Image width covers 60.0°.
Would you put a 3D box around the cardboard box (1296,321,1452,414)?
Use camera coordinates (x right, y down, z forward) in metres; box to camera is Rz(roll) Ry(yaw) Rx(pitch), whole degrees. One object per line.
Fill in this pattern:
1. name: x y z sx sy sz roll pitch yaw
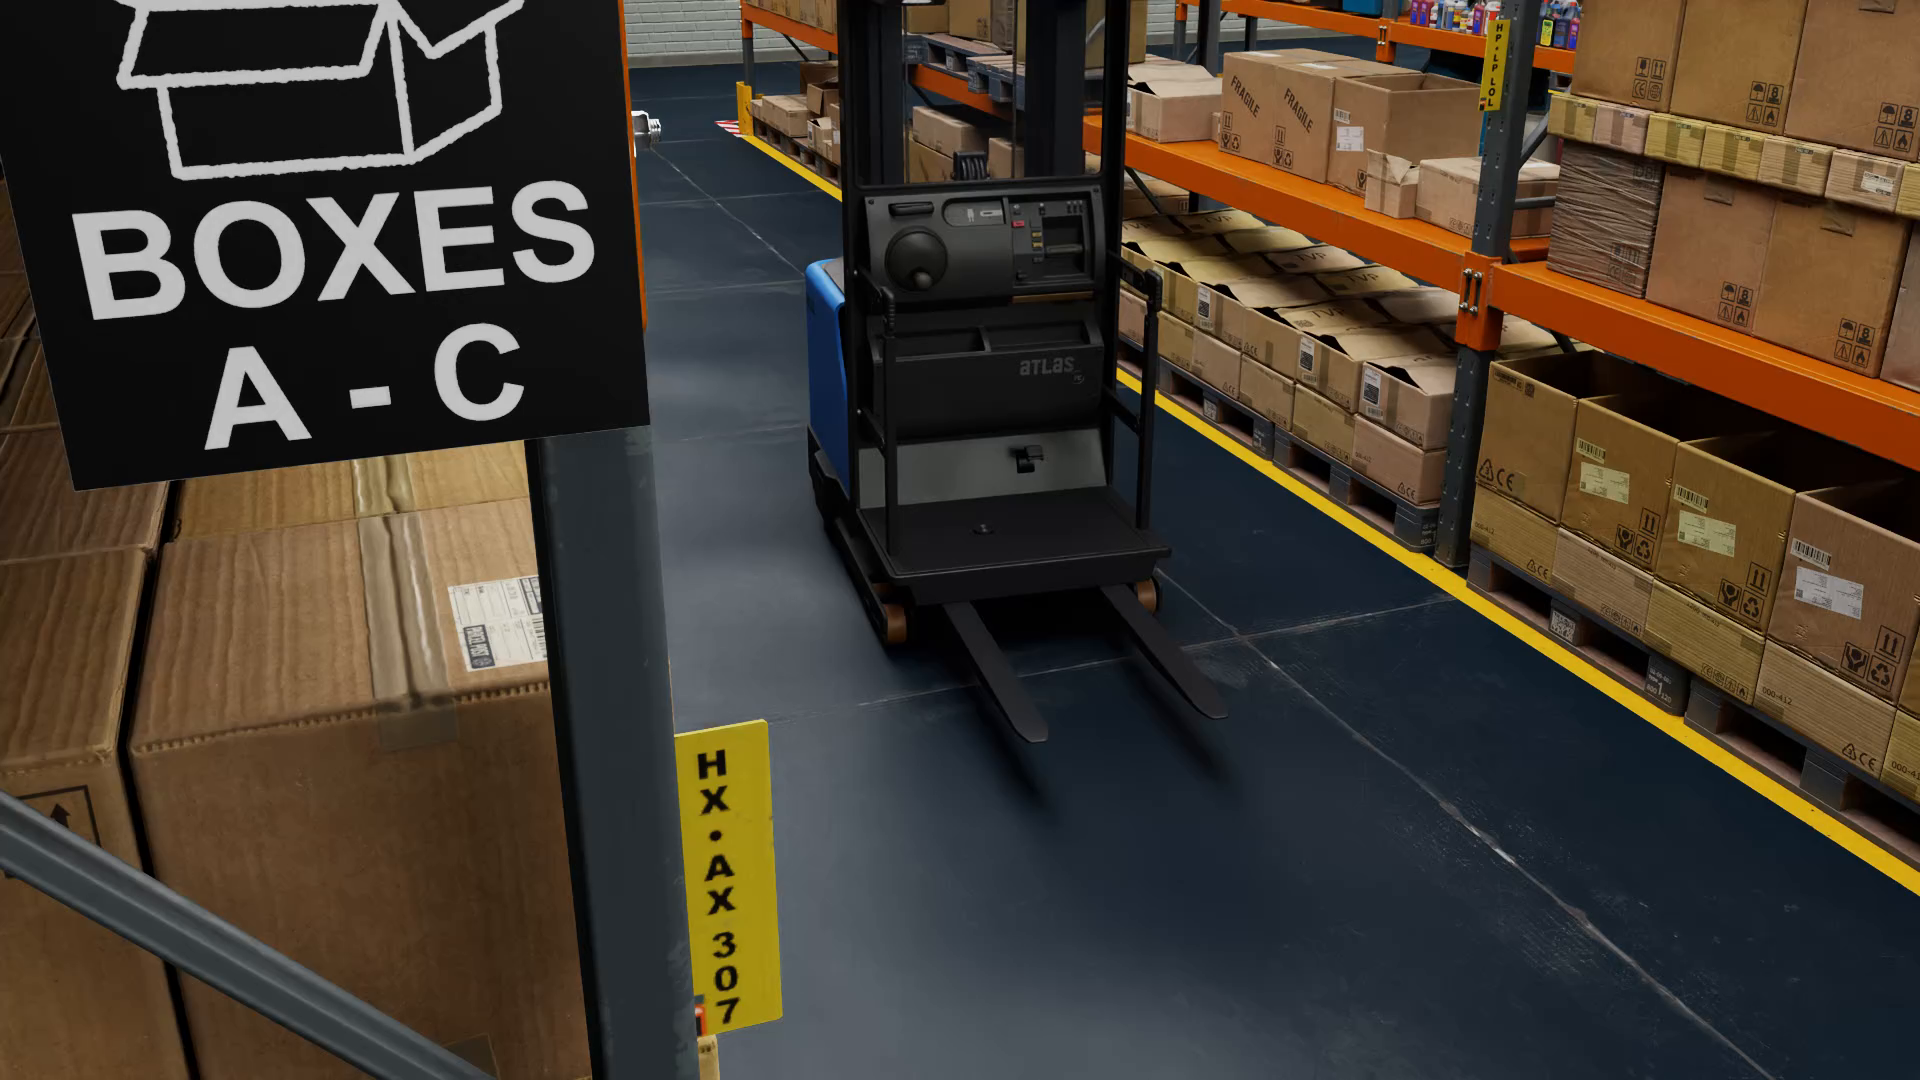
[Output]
1. cardboard box: 1.893 -0.826 7.624 0.500 0.311 0.500 -8 24 -18

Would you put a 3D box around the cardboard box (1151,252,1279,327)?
1. cardboard box: 1.363 -1.377 8.933 0.500 0.311 0.500 -9 24 -20

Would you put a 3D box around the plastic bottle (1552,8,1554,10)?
1. plastic bottle: 4.738 -4.133 13.358 0.097 0.271 0.097 0 23 0

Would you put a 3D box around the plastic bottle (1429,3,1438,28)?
1. plastic bottle: 4.139 -4.559 14.459 0.097 0.201 0.097 0 23 0

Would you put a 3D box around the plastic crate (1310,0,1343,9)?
1. plastic crate: 3.657 -5.201 16.004 0.437 0.125 0.590 -8 24 -19

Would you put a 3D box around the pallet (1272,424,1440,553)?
1. pallet: 2.197 -0.322 7.743 1.003 0.211 1.213 -8 24 -19

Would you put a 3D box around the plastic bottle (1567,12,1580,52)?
1. plastic bottle: 4.771 -3.926 12.854 0.061 0.283 0.133 -8 24 -19

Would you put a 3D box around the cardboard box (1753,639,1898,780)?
1. cardboard box: 2.900 0.484 5.238 0.500 0.250 0.500 -8 24 -19

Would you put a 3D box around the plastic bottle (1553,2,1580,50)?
1. plastic bottle: 4.753 -4.021 12.992 0.144 0.351 0.185 -8 24 -19

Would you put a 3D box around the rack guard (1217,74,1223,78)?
1. rack guard: 2.870 -5.238 19.035 1.175 0.500 0.348 -8 24 -19

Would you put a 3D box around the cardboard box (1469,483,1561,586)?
1. cardboard box: 2.374 -0.061 6.533 0.500 0.250 0.500 -8 24 -19

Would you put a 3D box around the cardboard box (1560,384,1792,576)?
1. cardboard box: 2.549 -0.225 5.955 0.500 0.500 0.500 -8 24 -19

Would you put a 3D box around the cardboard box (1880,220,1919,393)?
1. cardboard box: 3.205 -0.671 4.851 0.700 0.500 0.500 -8 24 -17

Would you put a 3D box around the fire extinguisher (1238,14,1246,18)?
1. fire extinguisher: 3.262 -6.293 18.898 0.296 0.674 0.183 -8 24 -19

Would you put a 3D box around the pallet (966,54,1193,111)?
1. pallet: 0.776 -2.946 10.626 1.213 0.211 1.003 -8 24 -19

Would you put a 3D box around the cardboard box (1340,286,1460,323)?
1. cardboard box: 2.225 -1.084 8.238 0.500 0.311 0.500 -9 25 -21

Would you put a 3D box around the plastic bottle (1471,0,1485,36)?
1. plastic bottle: 4.348 -4.362 13.886 0.061 0.283 0.133 -8 24 -19

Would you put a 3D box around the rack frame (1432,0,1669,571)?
1. rack frame: 2.494 -1.345 6.579 1.000 3.000 0.127 -8 24 -19

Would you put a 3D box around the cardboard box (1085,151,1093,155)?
1. cardboard box: 0.636 -2.615 12.244 0.500 0.500 0.500 -9 25 -21

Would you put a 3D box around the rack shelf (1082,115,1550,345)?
1. rack shelf: 1.788 -1.740 8.442 1.077 0.370 4.000 -8 24 -19

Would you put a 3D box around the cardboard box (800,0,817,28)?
1. cardboard box: -1.116 -4.818 14.689 0.500 0.500 0.500 -8 24 -18

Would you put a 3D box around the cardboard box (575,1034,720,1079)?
1. cardboard box: -0.601 0.629 2.064 0.500 0.250 0.500 -9 25 -21

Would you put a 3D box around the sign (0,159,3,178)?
1. sign: -2.657 -1.120 4.554 0.100 0.325 0.005 -8 24 -19

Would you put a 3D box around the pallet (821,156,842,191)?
1. pallet: -0.574 -3.216 14.609 1.003 0.211 1.213 -8 24 -19

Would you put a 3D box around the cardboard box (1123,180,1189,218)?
1. cardboard box: 1.188 -2.054 10.912 0.500 0.500 0.500 -7 24 -17

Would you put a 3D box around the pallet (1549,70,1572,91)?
1. pallet: 7.880 -5.498 20.023 1.003 0.211 1.213 -8 24 -19

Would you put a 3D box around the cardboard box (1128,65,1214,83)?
1. cardboard box: 1.169 -2.619 9.716 0.500 0.311 0.500 -7 24 -16

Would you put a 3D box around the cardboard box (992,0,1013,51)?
1. cardboard box: 0.609 -3.610 11.283 0.700 0.500 0.500 -4 23 -9

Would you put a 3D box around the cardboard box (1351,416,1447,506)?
1. cardboard box: 2.077 -0.382 7.294 0.500 0.250 0.500 -9 24 -20

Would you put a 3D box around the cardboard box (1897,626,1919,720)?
1. cardboard box: 3.072 0.321 4.660 0.500 0.500 0.500 -8 24 -19

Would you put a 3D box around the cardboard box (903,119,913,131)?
1. cardboard box: -0.389 -3.093 13.379 0.500 0.500 0.500 -9 25 -21

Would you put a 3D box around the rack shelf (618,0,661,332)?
1. rack shelf: -1.432 -0.988 2.796 1.077 0.370 4.000 -8 24 -19

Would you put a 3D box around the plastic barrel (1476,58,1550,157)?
1. plastic barrel: 4.730 -3.699 14.325 0.600 0.901 0.708 -8 24 -19

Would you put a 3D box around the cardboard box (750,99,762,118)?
1. cardboard box: -1.919 -4.395 16.919 0.380 0.149 0.250 -8 24 -19

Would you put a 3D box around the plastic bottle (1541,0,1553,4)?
1. plastic bottle: 5.000 -4.551 14.249 0.144 0.351 0.185 -8 24 -19

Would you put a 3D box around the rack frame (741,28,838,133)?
1. rack frame: -1.745 -5.705 16.923 1.000 3.000 0.127 -8 24 -19

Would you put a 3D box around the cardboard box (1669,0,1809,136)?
1. cardboard box: 2.837 -1.645 5.491 0.700 0.500 0.500 -8 24 -19

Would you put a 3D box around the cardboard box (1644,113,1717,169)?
1. cardboard box: 2.590 -1.381 5.700 0.380 0.149 0.250 -9 24 -20

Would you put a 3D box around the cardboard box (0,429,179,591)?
1. cardboard box: -1.260 0.178 2.168 0.500 0.500 0.500 -8 24 -18

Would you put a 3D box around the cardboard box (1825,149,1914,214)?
1. cardboard box: 2.867 -1.098 5.029 0.380 0.149 0.250 -9 25 -21

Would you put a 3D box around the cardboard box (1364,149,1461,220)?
1. cardboard box: 2.012 -1.577 7.303 0.396 0.266 0.258 -9 24 -20

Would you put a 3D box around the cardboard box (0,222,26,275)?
1. cardboard box: -1.818 -0.380 3.491 0.500 0.500 0.500 -8 24 -18

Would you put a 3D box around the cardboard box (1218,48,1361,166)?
1. cardboard box: 1.689 -2.237 8.566 0.500 0.500 0.500 -10 25 -22

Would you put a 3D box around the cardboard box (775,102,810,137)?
1. cardboard box: -1.465 -4.041 15.949 0.500 0.250 0.500 -8 24 -19

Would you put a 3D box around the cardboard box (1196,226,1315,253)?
1. cardboard box: 1.686 -1.639 9.553 0.500 0.311 0.500 -9 24 -20

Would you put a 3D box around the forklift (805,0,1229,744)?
1. forklift: 0.158 -1.116 6.124 1.130 2.935 3.031 -6 24 -13

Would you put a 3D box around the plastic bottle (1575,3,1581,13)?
1. plastic bottle: 5.072 -4.299 13.753 0.097 0.271 0.097 0 23 0

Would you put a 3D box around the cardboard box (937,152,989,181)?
1. cardboard box: 0.157 -2.535 12.053 0.500 0.500 0.500 -9 25 -21

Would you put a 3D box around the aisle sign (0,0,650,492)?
1. aisle sign: -0.420 -0.423 1.045 0.394 0.787 0.004 -8 24 -19

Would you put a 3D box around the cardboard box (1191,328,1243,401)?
1. cardboard box: 1.540 -0.937 8.611 0.500 0.250 0.500 -8 24 -18

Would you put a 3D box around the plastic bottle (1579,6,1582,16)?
1. plastic bottle: 5.182 -4.325 13.808 0.152 0.276 0.135 -8 24 -19

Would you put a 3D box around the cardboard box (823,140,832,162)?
1. cardboard box: -0.987 -3.437 14.646 0.380 0.149 0.250 -8 24 -19

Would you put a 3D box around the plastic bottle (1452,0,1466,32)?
1. plastic bottle: 4.255 -4.471 14.162 0.097 0.271 0.097 0 23 0

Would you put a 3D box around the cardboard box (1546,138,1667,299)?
1. cardboard box: 2.657 -1.230 6.179 0.700 0.500 0.500 -9 24 -20

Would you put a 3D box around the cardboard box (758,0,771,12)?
1. cardboard box: -1.648 -5.367 15.993 0.500 0.500 0.500 -9 24 -20

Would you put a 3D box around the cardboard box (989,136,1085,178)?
1. cardboard box: 0.507 -2.522 11.058 0.500 0.250 0.500 -7 24 -17

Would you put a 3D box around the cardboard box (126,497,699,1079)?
1. cardboard box: -0.613 0.289 1.903 0.500 0.500 0.500 -8 24 -19

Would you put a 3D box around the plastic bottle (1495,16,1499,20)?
1. plastic bottle: 4.453 -4.236 13.693 0.097 0.201 0.097 0 23 0
